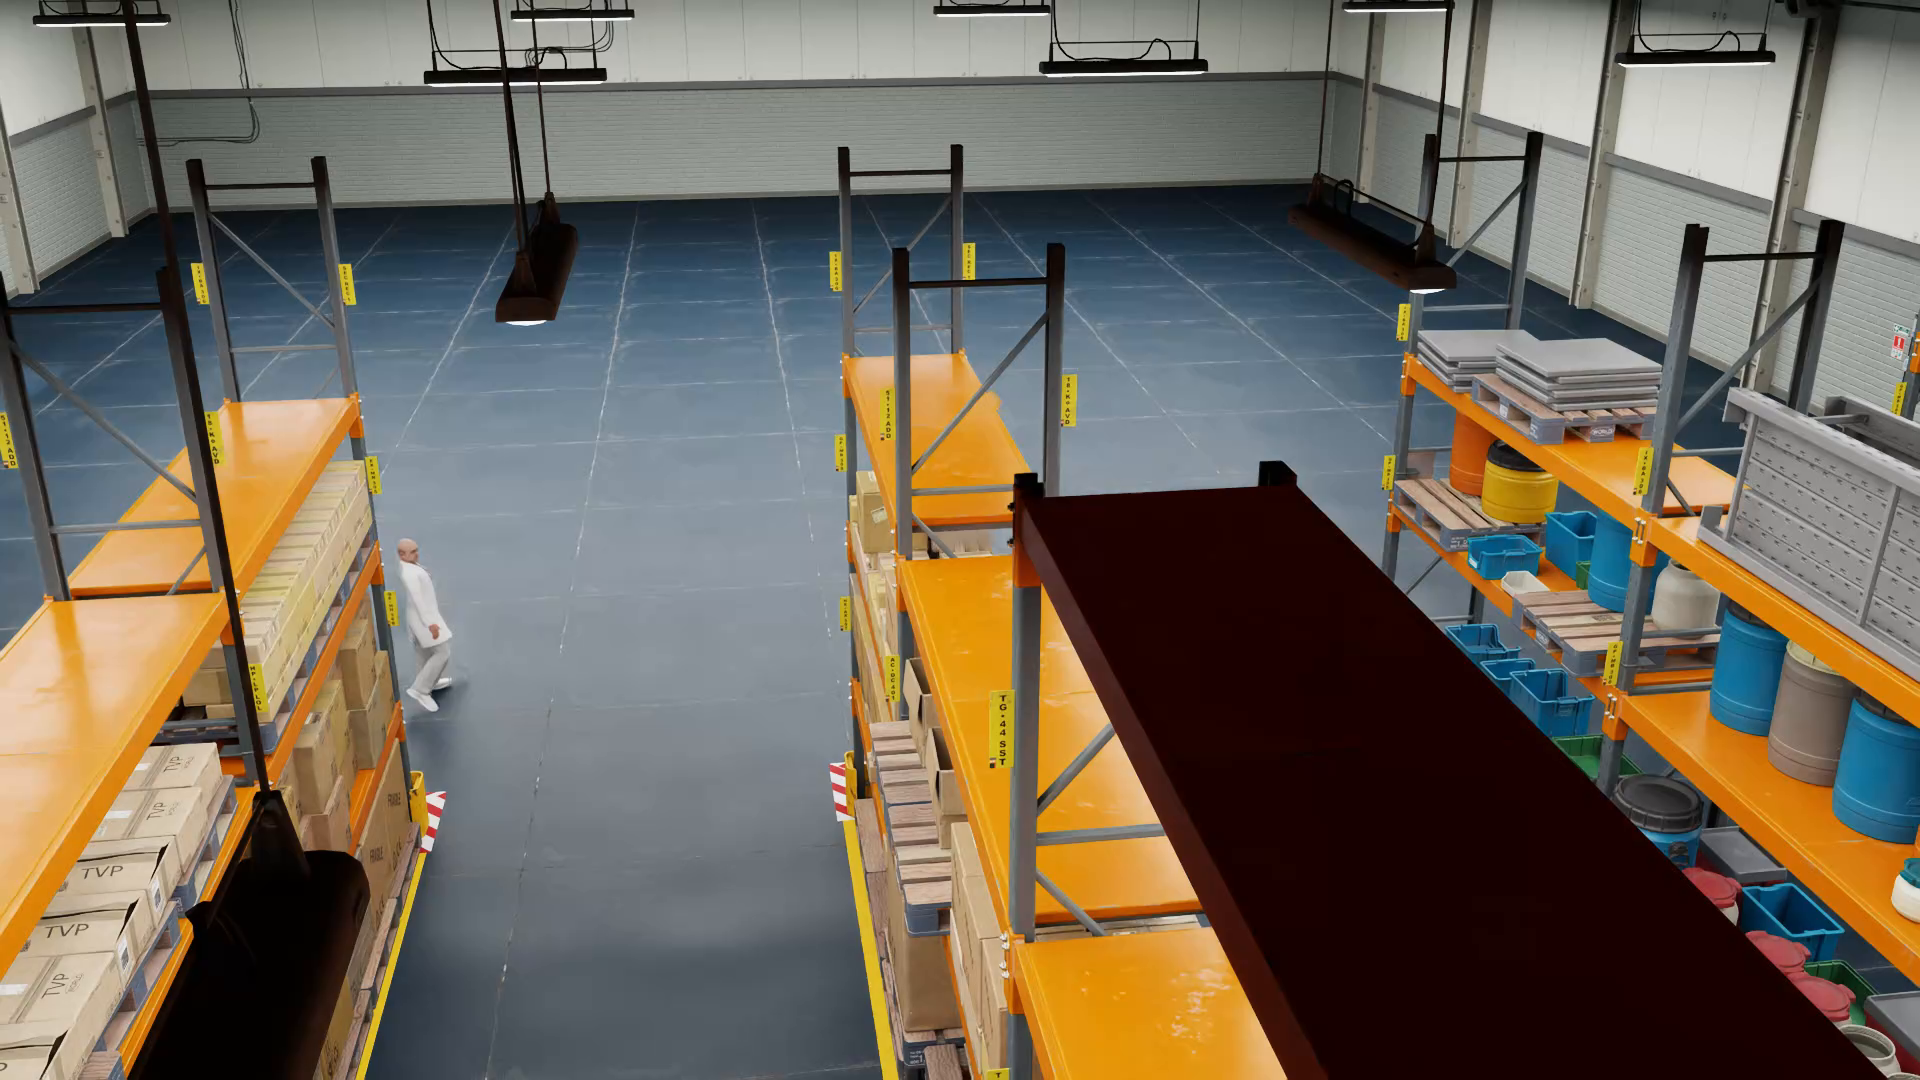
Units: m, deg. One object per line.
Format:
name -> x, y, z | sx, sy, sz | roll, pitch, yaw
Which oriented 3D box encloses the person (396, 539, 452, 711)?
person -> -5.536, 0.834, 17.104 | 0.551, 1.776, 0.664 | -15, 26, -33
